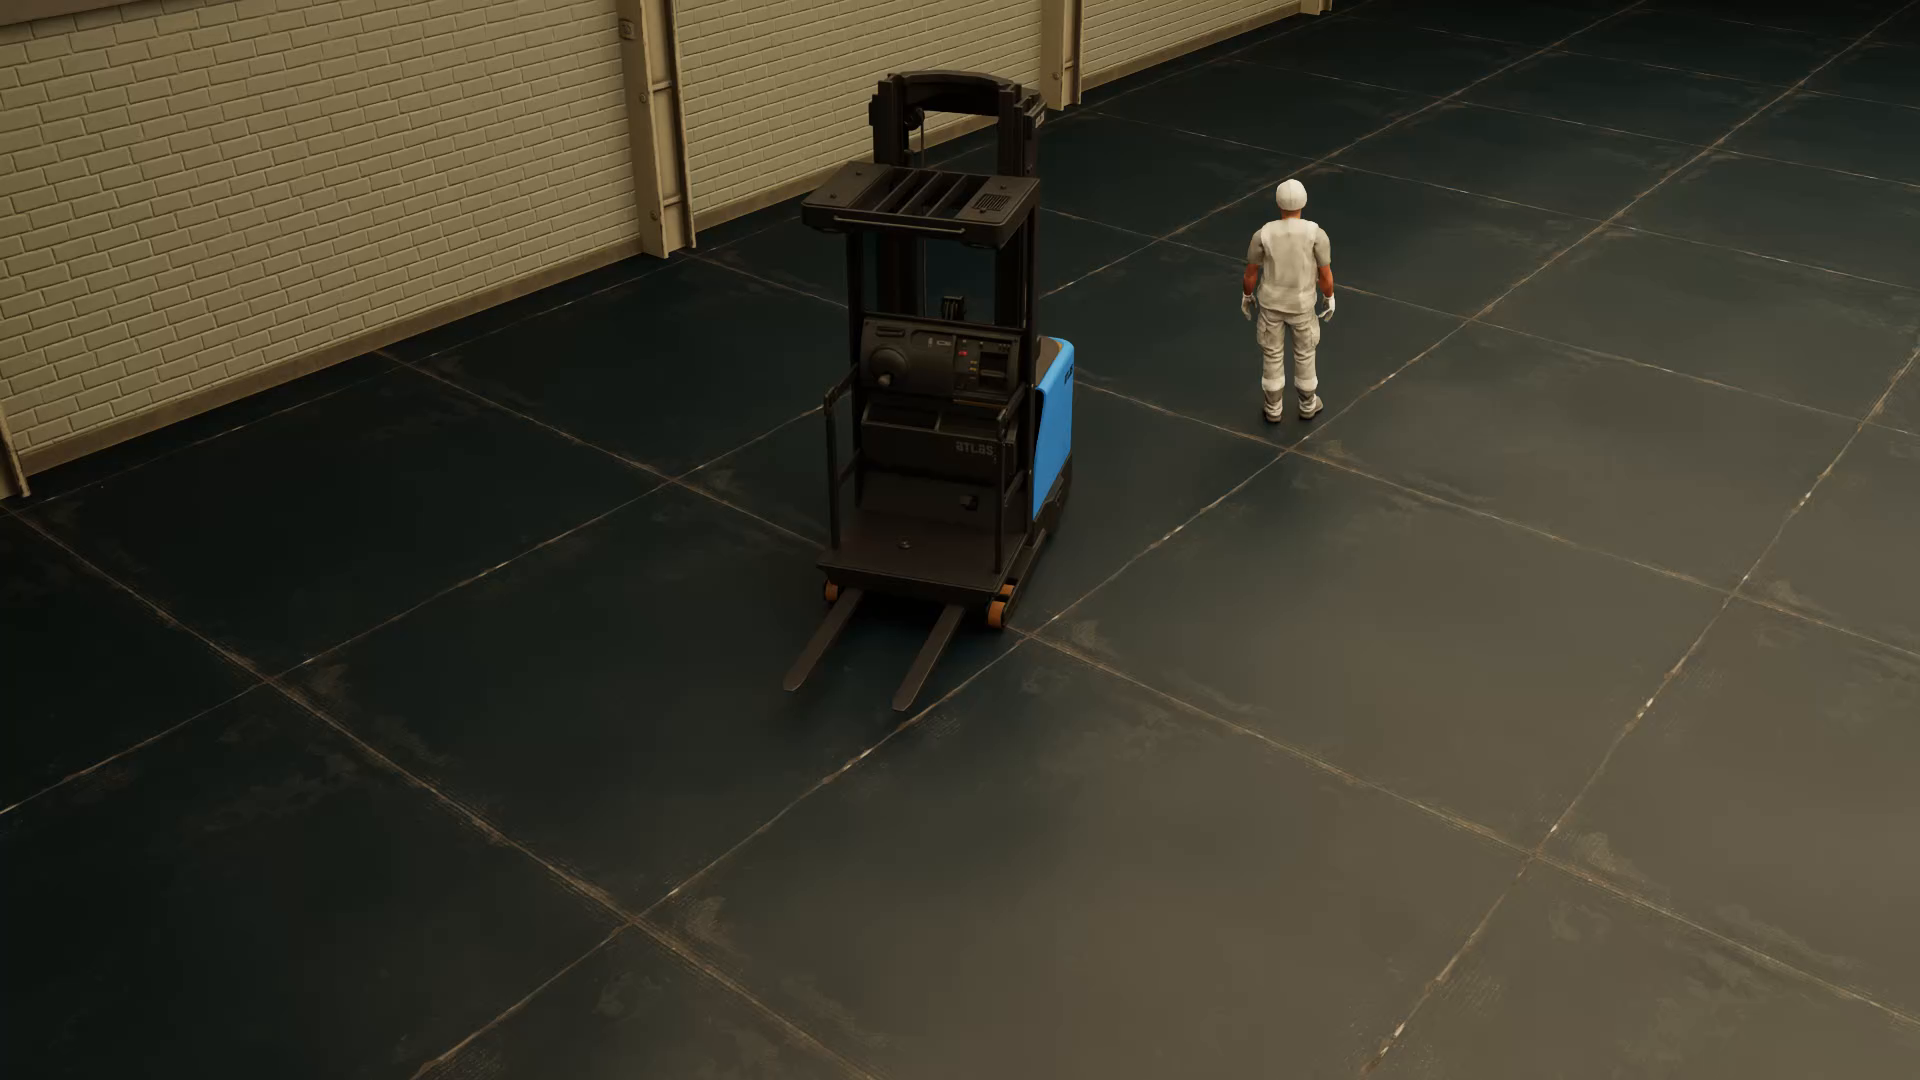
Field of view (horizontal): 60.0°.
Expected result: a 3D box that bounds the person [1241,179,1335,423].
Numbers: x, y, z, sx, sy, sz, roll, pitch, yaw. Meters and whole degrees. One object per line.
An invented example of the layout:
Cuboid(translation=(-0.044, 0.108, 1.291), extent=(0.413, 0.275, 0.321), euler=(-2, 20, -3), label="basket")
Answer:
Cuboid(translation=(2.292, -1.675, 11.578), extent=(0.637, 1.788, 0.564), euler=(8, 31, 14), label="person")

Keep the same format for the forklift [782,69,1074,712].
Cuboid(translation=(-0.176, -0.972, 9.258), extent=(1.130, 2.935, 3.031), euler=(9, 31, 14), label="forklift")
